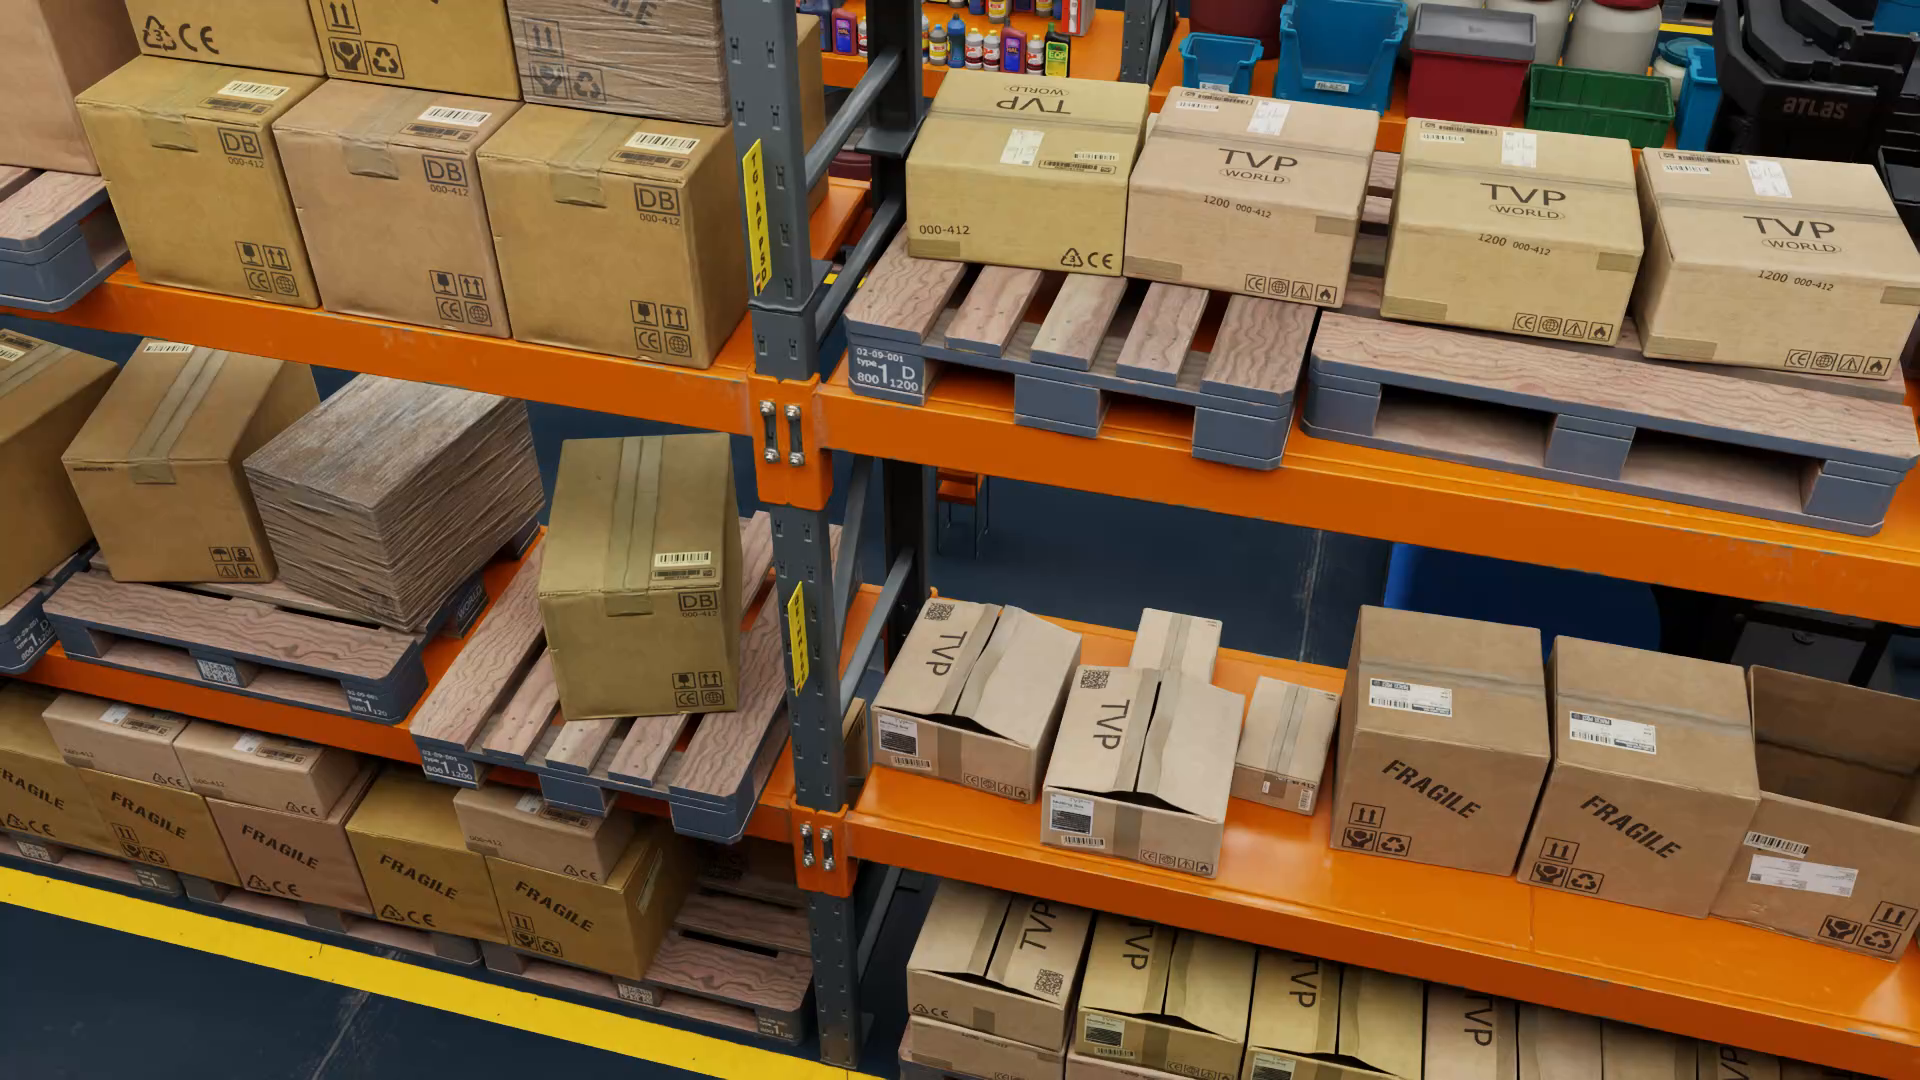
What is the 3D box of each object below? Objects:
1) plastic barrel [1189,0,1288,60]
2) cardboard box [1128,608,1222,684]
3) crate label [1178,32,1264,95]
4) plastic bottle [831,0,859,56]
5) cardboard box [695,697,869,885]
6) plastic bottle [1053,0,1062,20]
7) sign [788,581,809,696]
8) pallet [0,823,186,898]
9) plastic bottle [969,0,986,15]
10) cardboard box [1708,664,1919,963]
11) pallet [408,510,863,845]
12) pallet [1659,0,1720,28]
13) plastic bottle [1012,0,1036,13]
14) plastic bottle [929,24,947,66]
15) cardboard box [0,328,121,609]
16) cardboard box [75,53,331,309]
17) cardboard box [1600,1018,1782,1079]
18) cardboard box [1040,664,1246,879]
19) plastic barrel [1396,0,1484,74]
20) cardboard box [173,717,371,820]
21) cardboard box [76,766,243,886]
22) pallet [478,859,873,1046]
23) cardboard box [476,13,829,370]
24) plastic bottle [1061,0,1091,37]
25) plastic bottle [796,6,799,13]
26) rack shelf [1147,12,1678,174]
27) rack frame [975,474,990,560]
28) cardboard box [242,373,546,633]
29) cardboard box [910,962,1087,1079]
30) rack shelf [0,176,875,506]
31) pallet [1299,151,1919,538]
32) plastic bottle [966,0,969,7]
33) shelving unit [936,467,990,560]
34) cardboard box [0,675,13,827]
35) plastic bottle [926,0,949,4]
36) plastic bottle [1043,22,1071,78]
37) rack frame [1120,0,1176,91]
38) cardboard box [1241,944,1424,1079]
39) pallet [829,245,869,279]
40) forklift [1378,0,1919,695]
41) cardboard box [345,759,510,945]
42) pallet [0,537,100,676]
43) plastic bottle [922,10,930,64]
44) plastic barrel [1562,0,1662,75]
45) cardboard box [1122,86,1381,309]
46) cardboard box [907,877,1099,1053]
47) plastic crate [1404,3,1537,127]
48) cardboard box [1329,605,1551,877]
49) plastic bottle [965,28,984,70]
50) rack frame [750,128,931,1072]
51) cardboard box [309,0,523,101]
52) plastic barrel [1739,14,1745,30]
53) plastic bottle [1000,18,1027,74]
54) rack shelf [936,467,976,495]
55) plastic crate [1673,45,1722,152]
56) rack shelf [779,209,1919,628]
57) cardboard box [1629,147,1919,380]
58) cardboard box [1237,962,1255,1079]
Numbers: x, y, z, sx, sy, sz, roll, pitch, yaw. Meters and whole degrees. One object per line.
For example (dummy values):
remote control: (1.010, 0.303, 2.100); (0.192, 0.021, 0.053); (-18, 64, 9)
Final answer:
plastic barrel: (1.526, -2.909, 8.800); (0.708, 0.536, 0.600); (10, 41, 11)
cardboard box: (0.656, 0.405, 5.155); (0.250, 0.149, 0.380); (10, 41, 11)
crate label: (1.310, -2.379, 8.405); (0.416, 0.233, 0.303); (10, 41, 11)
plastic bottle: (-0.606, -2.693, 8.740); (0.133, 0.283, 0.061); (10, 41, 11)
cardboard box: (-0.650, 0.866, 6.012); (0.500, 0.500, 0.500); (11, 41, 13)
plastic bottle: (0.560, -3.006, 9.121); (0.097, 0.271, 0.097); (0, 40, 0)
sign: (-0.416, 0.257, 4.298); (0.005, 0.325, 0.100); (10, 41, 11)
pallet: (-3.353, 0.846, 6.604); (1.213, 0.211, 1.003); (10, 41, 11)
plastic bottle: (0.098, -3.045, 9.168); (0.097, 0.271, 0.097); (0, 40, 0)
cardboard box: (2.333, 0.732, 4.493); (0.500, 0.500, 0.500); (13, 42, 15)
pallet: (-0.957, 0.335, 5.192); (1.003, 0.211, 1.213); (10, 41, 11)
pallet: (5.392, -4.219, 12.634); (1.213, 0.211, 1.003); (10, 41, 11)
plastic bottle: (0.359, -3.057, 9.173); (0.133, 0.283, 0.061); (10, 41, 11)
plastic bottle: (-0.113, -2.589, 8.680); (0.097, 0.201, 0.097); (0, 40, 0)
cardboard box: (-3.068, -0.241, 5.324); (0.500, 0.500, 0.700); (16, 43, 18)
cardboard box: (-1.710, -1.079, 4.317); (0.500, 0.500, 0.910); (10, 41, 11)
cardboard box: (2.129, 1.617, 4.892); (0.500, 0.311, 0.500); (10, 41, 11)
cardboard box: (0.530, 0.634, 4.757); (0.500, 0.311, 0.500); (9, 41, 11)
plastic barrel: (2.456, -2.680, 8.547); (0.421, 0.512, 0.421); (0, 40, 0)
cardboard box: (-2.293, 0.649, 5.688); (0.500, 0.250, 0.500); (9, 41, 11)
cardboard box: (-2.745, 0.856, 6.025); (0.500, 0.500, 0.500); (10, 41, 12)
pallet: (-0.996, 1.251, 6.121); (1.213, 0.211, 1.003); (10, 41, 11)
cardboard box: (-0.715, -0.908, 4.113); (0.500, 0.500, 0.910); (10, 41, 11)
plastic bottle: (0.626, -2.877, 8.964); (0.135, 0.276, 0.152); (10, 41, 11)
plastic bottle: (-0.913, -2.746, 8.803); (0.133, 0.283, 0.061); (10, 41, 11)
rack shelf: (2.932, -2.138, 8.547); (4.000, 0.370, 1.077); (10, 41, 11)
rack frame: (0.102, -0.442, 7.368); (0.006, 1.200, 0.240); (10, 41, 11)
cardboard box: (-1.756, -0.174, 5.245); (0.500, 0.500, 0.700); (17, 43, 20)
cardboard box: (0.146, 1.493, 5.477); (0.500, 0.250, 0.500); (10, 41, 11)
rack shelf: (-2.216, -0.875, 4.711); (4.000, 0.370, 1.077); (10, 41, 11)
pallet: (1.475, -0.504, 3.857); (1.213, 0.211, 1.003); (12, 41, 13)
plastic bottle: (0.101, -3.101, 9.226); (0.133, 0.283, 0.061); (10, 41, 11)
shelving unit: (0.014, -0.457, 7.386); (0.189, 1.200, 0.258); (10, 41, 11)
cardboard box: (-3.744, 0.686, 6.226); (0.500, 0.500, 0.500); (8, 41, 9)
plastic bottle: (-0.122, -3.140, 9.271); (0.133, 0.283, 0.061); (10, 41, 11)
plastic bottle: (0.499, -2.503, 8.514); (0.133, 0.283, 0.061); (10, 41, 11)
rack frame: (1.000, -2.746, 8.712); (0.127, 3.000, 1.000); (10, 41, 11)
cardboard box: (1.147, 1.446, 5.096); (0.500, 0.311, 0.500); (9, 41, 10)
pallet: (-0.948, -1.987, 9.977); (1.213, 0.211, 1.003); (10, 41, 11)
forklift: (3.312, -0.542, 6.140); (3.031, 2.935, 1.130); (11, 41, 13)
cardboard box: (-1.748, 1.024, 5.825); (0.500, 0.500, 0.500); (8, 41, 10)
pallet: (-3.405, -0.060, 5.663); (1.213, 0.211, 1.003); (10, 41, 11)
plastic bottle: (-0.207, -2.632, 8.677); (0.097, 0.271, 0.097); (0, 40, 0)
plastic barrel: (3.287, -2.550, 8.373); (0.433, 0.535, 0.433); (0, 40, 0)
cardboard box: (0.680, -0.805, 3.858); (0.500, 0.250, 0.500); (11, 41, 13)
cardboard box: (0.146, 1.278, 5.296); (0.500, 0.311, 0.500); (11, 41, 13)
plastic crate: (2.482, -2.312, 8.145); (0.583, 0.464, 0.402); (10, 41, 11)
cardboard box: (1.341, 0.561, 4.696); (0.500, 0.500, 0.500); (8, 41, 9)
plastic bottle: (0.075, -2.557, 8.641); (0.097, 0.201, 0.097); (0, 40, 0)
rack frame: (-0.284, 0.331, 5.048); (0.127, 3.000, 1.000); (10, 41, 11)
cardboard box: (-1.197, -1.400, 3.922); (0.500, 0.500, 0.500); (10, 41, 11)
plastic barrel: (3.996, -2.428, 8.228); (0.433, 0.535, 0.433); (0, 40, 0)
plastic bottle: (0.276, -2.542, 8.559); (0.133, 0.283, 0.061); (10, 41, 11)
rack shelf: (0.014, -0.331, 7.492); (0.180, 0.103, 0.258); (10, 41, 11)
plastic crate: (3.718, -2.065, 7.913); (0.575, 0.384, 0.392); (10, 41, 11)
rack shelf: (1.648, -0.210, 3.919); (4.000, 0.370, 1.077); (10, 41, 11)
cardboard box: (1.749, -0.612, 3.629); (0.500, 0.250, 0.500); (7, 40, 8)
cardboard box: (1.135, 1.658, 5.279); (0.500, 0.250, 0.500); (9, 41, 10)
